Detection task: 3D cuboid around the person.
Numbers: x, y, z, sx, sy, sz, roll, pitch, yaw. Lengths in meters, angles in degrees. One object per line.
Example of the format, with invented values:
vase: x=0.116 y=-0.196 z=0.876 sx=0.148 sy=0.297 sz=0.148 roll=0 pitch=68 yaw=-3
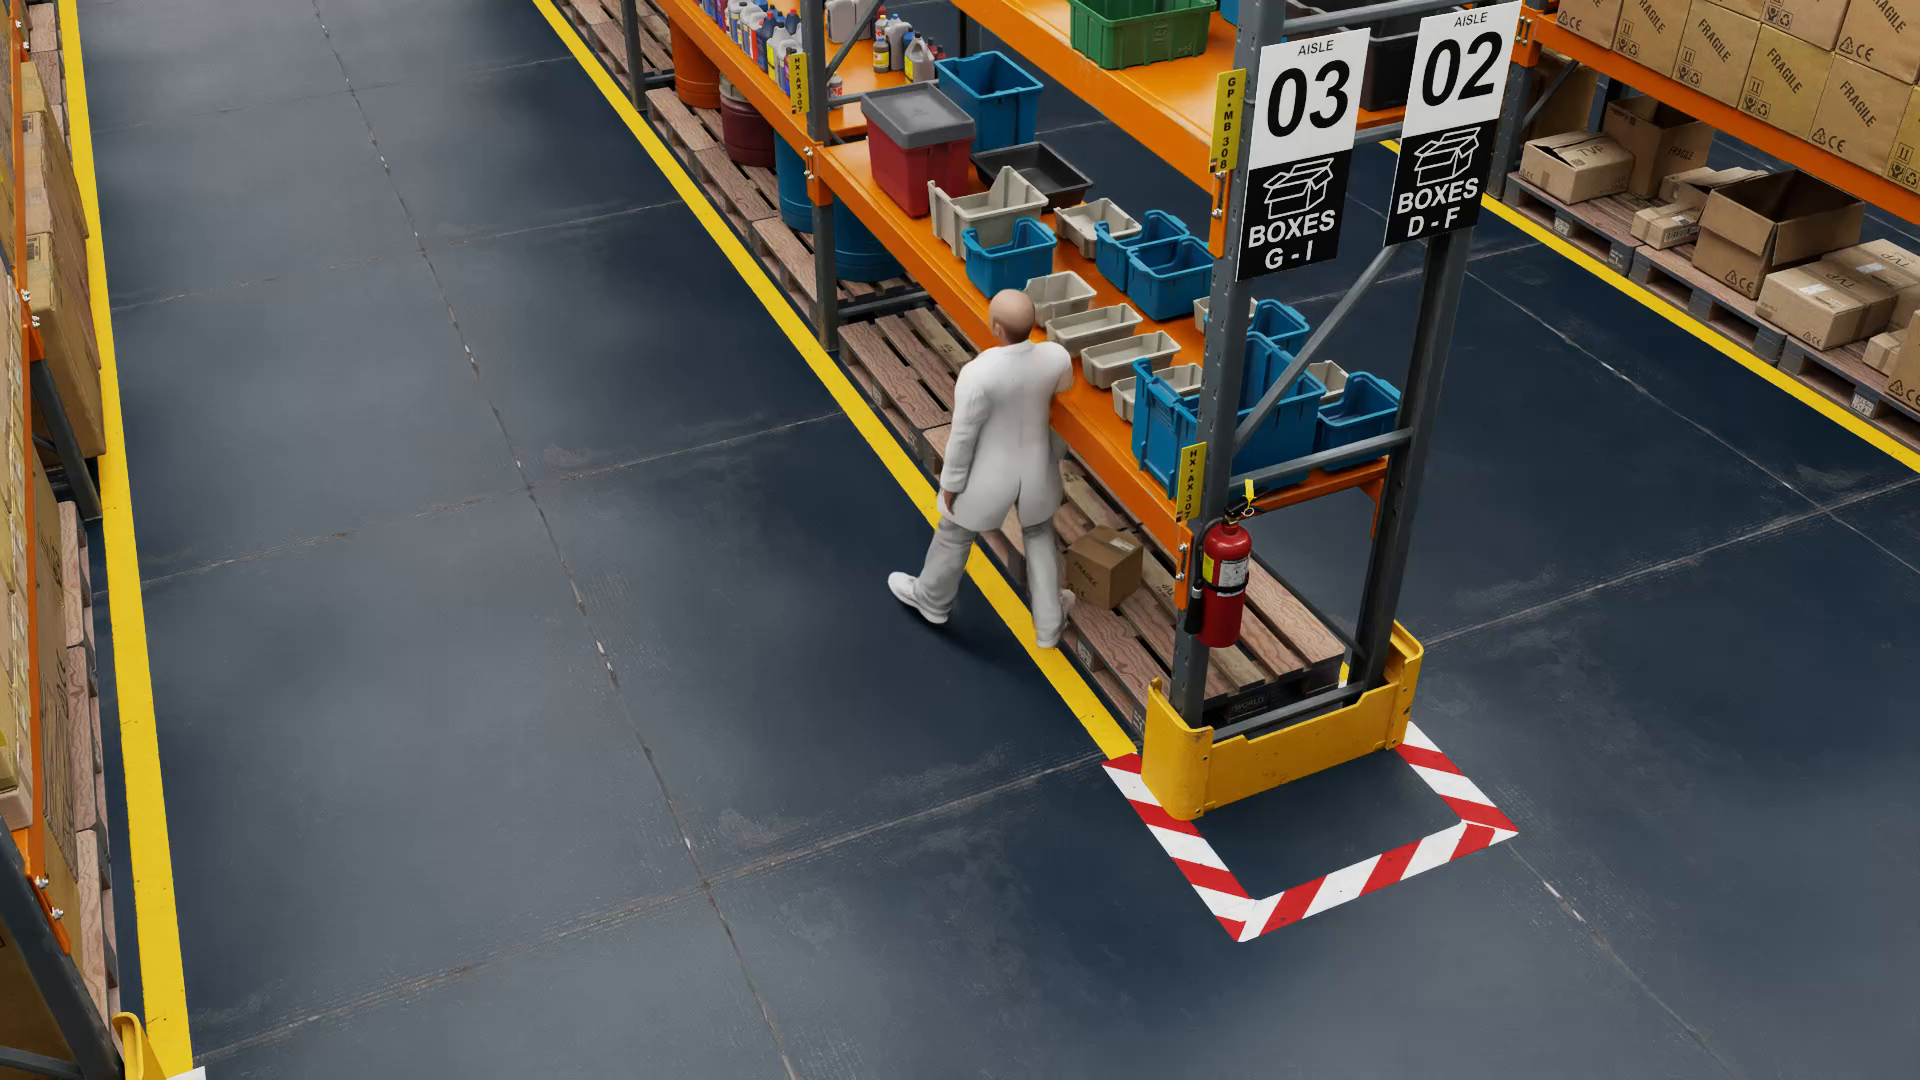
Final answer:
person: x=0.136 y=-0.326 z=7.263 sx=0.736 sy=1.742 sz=0.789 roll=-14 pitch=39 yaw=-18
